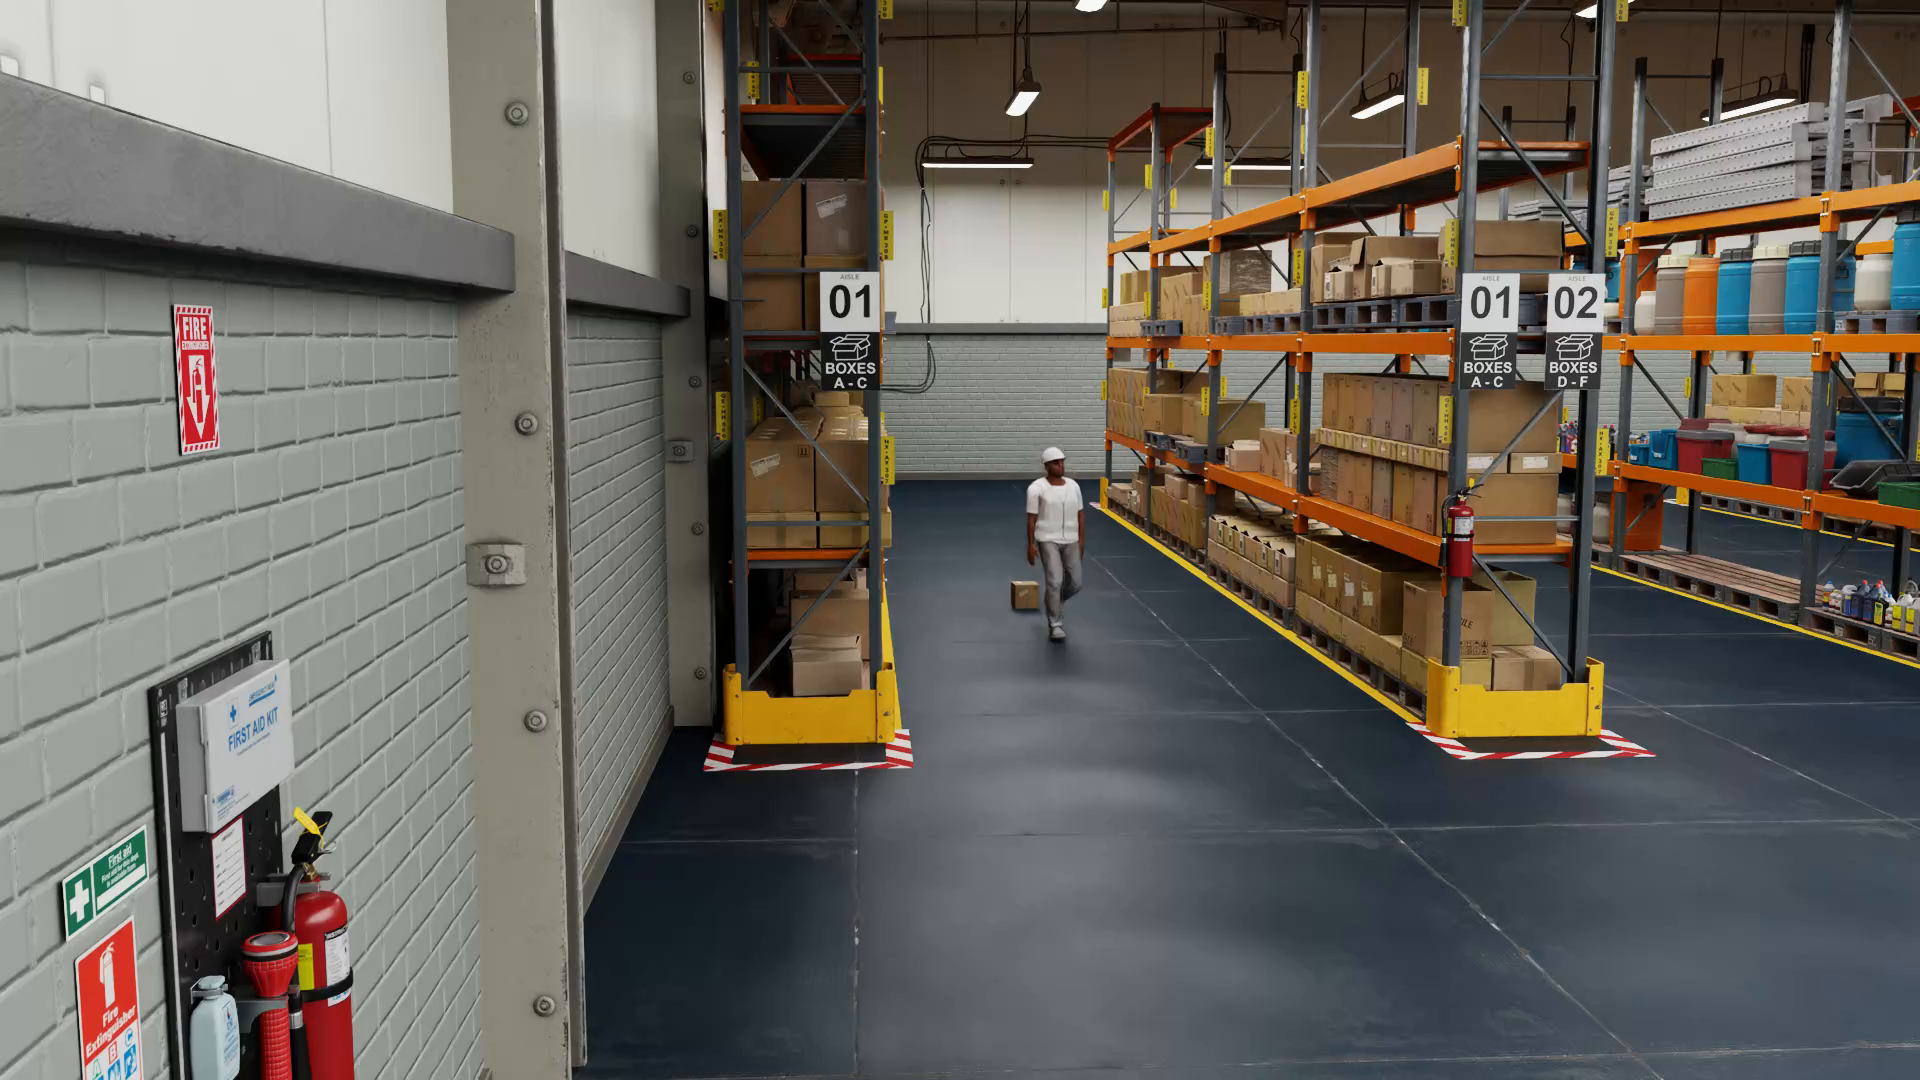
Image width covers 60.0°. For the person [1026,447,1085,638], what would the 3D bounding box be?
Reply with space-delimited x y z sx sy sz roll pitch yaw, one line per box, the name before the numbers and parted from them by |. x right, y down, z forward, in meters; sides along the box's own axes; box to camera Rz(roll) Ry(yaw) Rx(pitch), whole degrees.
person | 0.889 0.016 15.388 0.588 1.748 0.686 -3 7 -21
